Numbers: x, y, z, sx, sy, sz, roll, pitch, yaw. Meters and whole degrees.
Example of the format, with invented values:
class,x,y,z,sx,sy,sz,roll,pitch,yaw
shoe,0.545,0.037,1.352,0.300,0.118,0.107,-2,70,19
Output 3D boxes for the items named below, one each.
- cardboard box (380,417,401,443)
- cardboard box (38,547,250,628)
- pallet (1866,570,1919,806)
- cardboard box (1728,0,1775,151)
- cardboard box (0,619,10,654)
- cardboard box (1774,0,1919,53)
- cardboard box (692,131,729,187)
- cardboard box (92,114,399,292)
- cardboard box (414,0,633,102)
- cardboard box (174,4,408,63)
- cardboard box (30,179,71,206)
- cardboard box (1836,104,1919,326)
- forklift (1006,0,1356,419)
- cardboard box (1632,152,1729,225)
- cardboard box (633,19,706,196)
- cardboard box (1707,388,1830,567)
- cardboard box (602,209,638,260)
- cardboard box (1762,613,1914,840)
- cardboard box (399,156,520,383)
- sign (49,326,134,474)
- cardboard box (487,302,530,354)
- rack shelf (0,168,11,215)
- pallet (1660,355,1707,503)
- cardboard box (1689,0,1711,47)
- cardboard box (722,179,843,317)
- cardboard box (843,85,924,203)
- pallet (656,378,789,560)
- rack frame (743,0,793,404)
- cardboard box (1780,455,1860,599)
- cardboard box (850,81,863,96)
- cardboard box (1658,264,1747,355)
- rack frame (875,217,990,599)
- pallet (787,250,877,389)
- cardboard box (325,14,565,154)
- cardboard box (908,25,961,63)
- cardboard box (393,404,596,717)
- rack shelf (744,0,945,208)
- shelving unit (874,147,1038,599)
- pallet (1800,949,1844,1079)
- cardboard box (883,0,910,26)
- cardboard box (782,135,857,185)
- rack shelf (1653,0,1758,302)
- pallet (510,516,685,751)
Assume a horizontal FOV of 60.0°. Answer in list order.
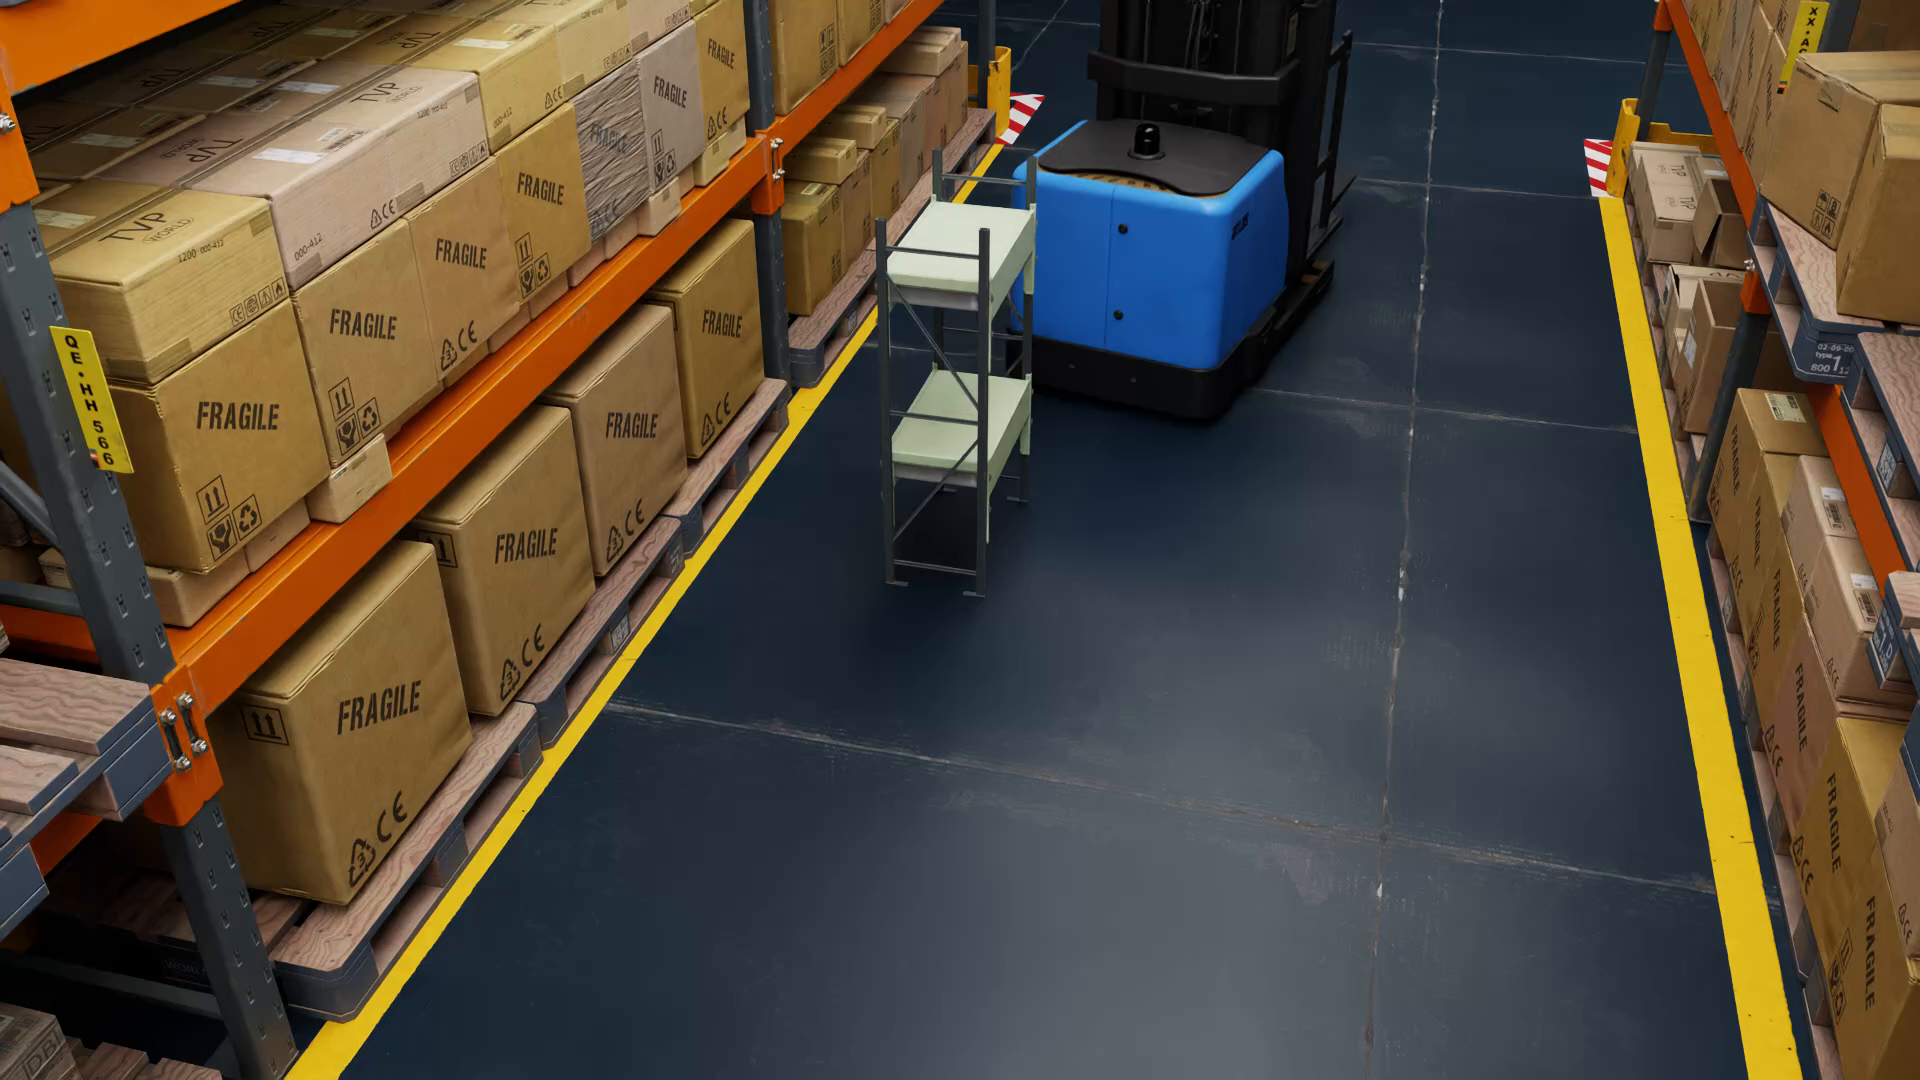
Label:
class,x,y,z,sx,sy,sz,roll,pitch,yaw
cardboard box,-1.826,-0.341,4.706,0.380,0.149,0.250,8,33,12
cardboard box,-1.992,0.062,4.072,0.380,0.149,0.250,8,33,12
pallet,2.597,0.496,3.353,1.213,0.211,1.003,8,33,12
cardboard box,3.516,-1.904,6.855,0.500,0.500,0.500,9,34,14
cardboard box,-2.410,0.121,3.260,0.700,0.500,0.500,4,33,7
cardboard box,3.386,-2.061,6.171,0.500,0.500,0.500,8,33,13
cardboard box,-1.138,-1.526,6.570,0.380,0.149,0.250,9,33,13
cardboard box,-1.800,-0.868,4.232,0.500,0.250,0.500,8,33,12
cardboard box,-1.424,-1.659,5.475,0.500,0.250,0.500,9,33,13
cardboard box,-2.039,-1.458,5.159,0.500,0.250,0.500,7,33,11
cardboard box,-2.436,-0.660,3.903,0.500,0.250,0.500,9,34,14
cardboard box,3.058,-0.938,4.945,0.700,0.500,0.500,13,35,20
forklift,1.330,-2.553,8.034,1.130,2.935,3.031,15,35,22
cardboard box,3.983,-1.897,9.092,0.500,0.250,0.500,8,33,12
cardboard box,-1.278,-1.608,6.095,0.500,0.500,0.500,8,33,13
cardboard box,3.149,-0.212,6.208,0.500,0.500,0.500,7,33,10
cardboard box,-1.384,-1.135,5.955,0.380,0.149,0.250,8,33,12
cardboard box,2.762,0.586,4.951,0.500,0.500,0.500,7,33,11
cardboard box,-1.660,-0.818,4.851,0.500,0.500,0.500,8,33,12
sign,-1.773,-0.282,3.393,0.100,0.325,0.005,8,33,12
cardboard box,-1.614,-0.735,5.326,0.380,0.149,0.250,8,33,13
rack shelf,-2.808,0.179,1.547,1.077,0.370,4.000,8,33,12
pallet,3.683,-0.479,7.307,1.003,0.211,1.213,8,33,12
cardboard box,3.899,-2.694,8.099,0.500,0.500,0.500,8,33,12
cardboard box,-0.996,-1.468,8.202,0.700,0.500,0.500,8,33,13
cardboard box,-0.605,-2.272,9.467,0.700,0.500,0.500,7,33,11
pallet,-1.408,-0.385,7.158,1.003,0.211,1.213,8,33,12
rack frame,-1.285,-1.972,7.056,1.000,3.000,0.127,8,33,12
cardboard box,2.895,-0.010,5.191,0.500,0.250,0.500,8,33,12
cardboard box,-0.768,-2.634,9.431,0.380,0.149,0.250,8,33,13
cardboard box,3.568,-1.074,7.740,0.500,0.311,0.500,8,33,12
rack frame,-0.095,-0.440,6.043,0.400,1.500,0.023,8,33,12
pallet,-1.016,-1.179,8.408,1.003,0.211,1.213,8,33,12
cardboard box,-1.553,-1.394,5.059,0.500,0.250,0.500,7,33,11
cardboard box,-0.207,-2.975,9.968,0.380,0.149,0.250,8,33,12
cardboard box,-1.758,0.016,5.541,0.750,0.750,0.750,8,33,12
rack shelf,-0.777,-2.706,8.882,1.077,0.370,4.000,8,33,12
shelving unit,-0.002,-0.629,6.342,0.431,1.500,0.755,8,33,12
pallet,2.719,1.571,4.082,1.003,0.211,1.213,8,33,12
cardboard box,-0.766,-3.135,8.606,0.980,0.700,0.700,6,33,10
cardboard box,-0.732,-1.895,8.269,0.380,0.149,0.250,9,34,14
rack shelf,4.015,-2.034,7.824,1.077,0.370,4.000,8,33,12
pallet,-1.715,0.251,6.159,1.003,0.211,1.213,8,33,12
